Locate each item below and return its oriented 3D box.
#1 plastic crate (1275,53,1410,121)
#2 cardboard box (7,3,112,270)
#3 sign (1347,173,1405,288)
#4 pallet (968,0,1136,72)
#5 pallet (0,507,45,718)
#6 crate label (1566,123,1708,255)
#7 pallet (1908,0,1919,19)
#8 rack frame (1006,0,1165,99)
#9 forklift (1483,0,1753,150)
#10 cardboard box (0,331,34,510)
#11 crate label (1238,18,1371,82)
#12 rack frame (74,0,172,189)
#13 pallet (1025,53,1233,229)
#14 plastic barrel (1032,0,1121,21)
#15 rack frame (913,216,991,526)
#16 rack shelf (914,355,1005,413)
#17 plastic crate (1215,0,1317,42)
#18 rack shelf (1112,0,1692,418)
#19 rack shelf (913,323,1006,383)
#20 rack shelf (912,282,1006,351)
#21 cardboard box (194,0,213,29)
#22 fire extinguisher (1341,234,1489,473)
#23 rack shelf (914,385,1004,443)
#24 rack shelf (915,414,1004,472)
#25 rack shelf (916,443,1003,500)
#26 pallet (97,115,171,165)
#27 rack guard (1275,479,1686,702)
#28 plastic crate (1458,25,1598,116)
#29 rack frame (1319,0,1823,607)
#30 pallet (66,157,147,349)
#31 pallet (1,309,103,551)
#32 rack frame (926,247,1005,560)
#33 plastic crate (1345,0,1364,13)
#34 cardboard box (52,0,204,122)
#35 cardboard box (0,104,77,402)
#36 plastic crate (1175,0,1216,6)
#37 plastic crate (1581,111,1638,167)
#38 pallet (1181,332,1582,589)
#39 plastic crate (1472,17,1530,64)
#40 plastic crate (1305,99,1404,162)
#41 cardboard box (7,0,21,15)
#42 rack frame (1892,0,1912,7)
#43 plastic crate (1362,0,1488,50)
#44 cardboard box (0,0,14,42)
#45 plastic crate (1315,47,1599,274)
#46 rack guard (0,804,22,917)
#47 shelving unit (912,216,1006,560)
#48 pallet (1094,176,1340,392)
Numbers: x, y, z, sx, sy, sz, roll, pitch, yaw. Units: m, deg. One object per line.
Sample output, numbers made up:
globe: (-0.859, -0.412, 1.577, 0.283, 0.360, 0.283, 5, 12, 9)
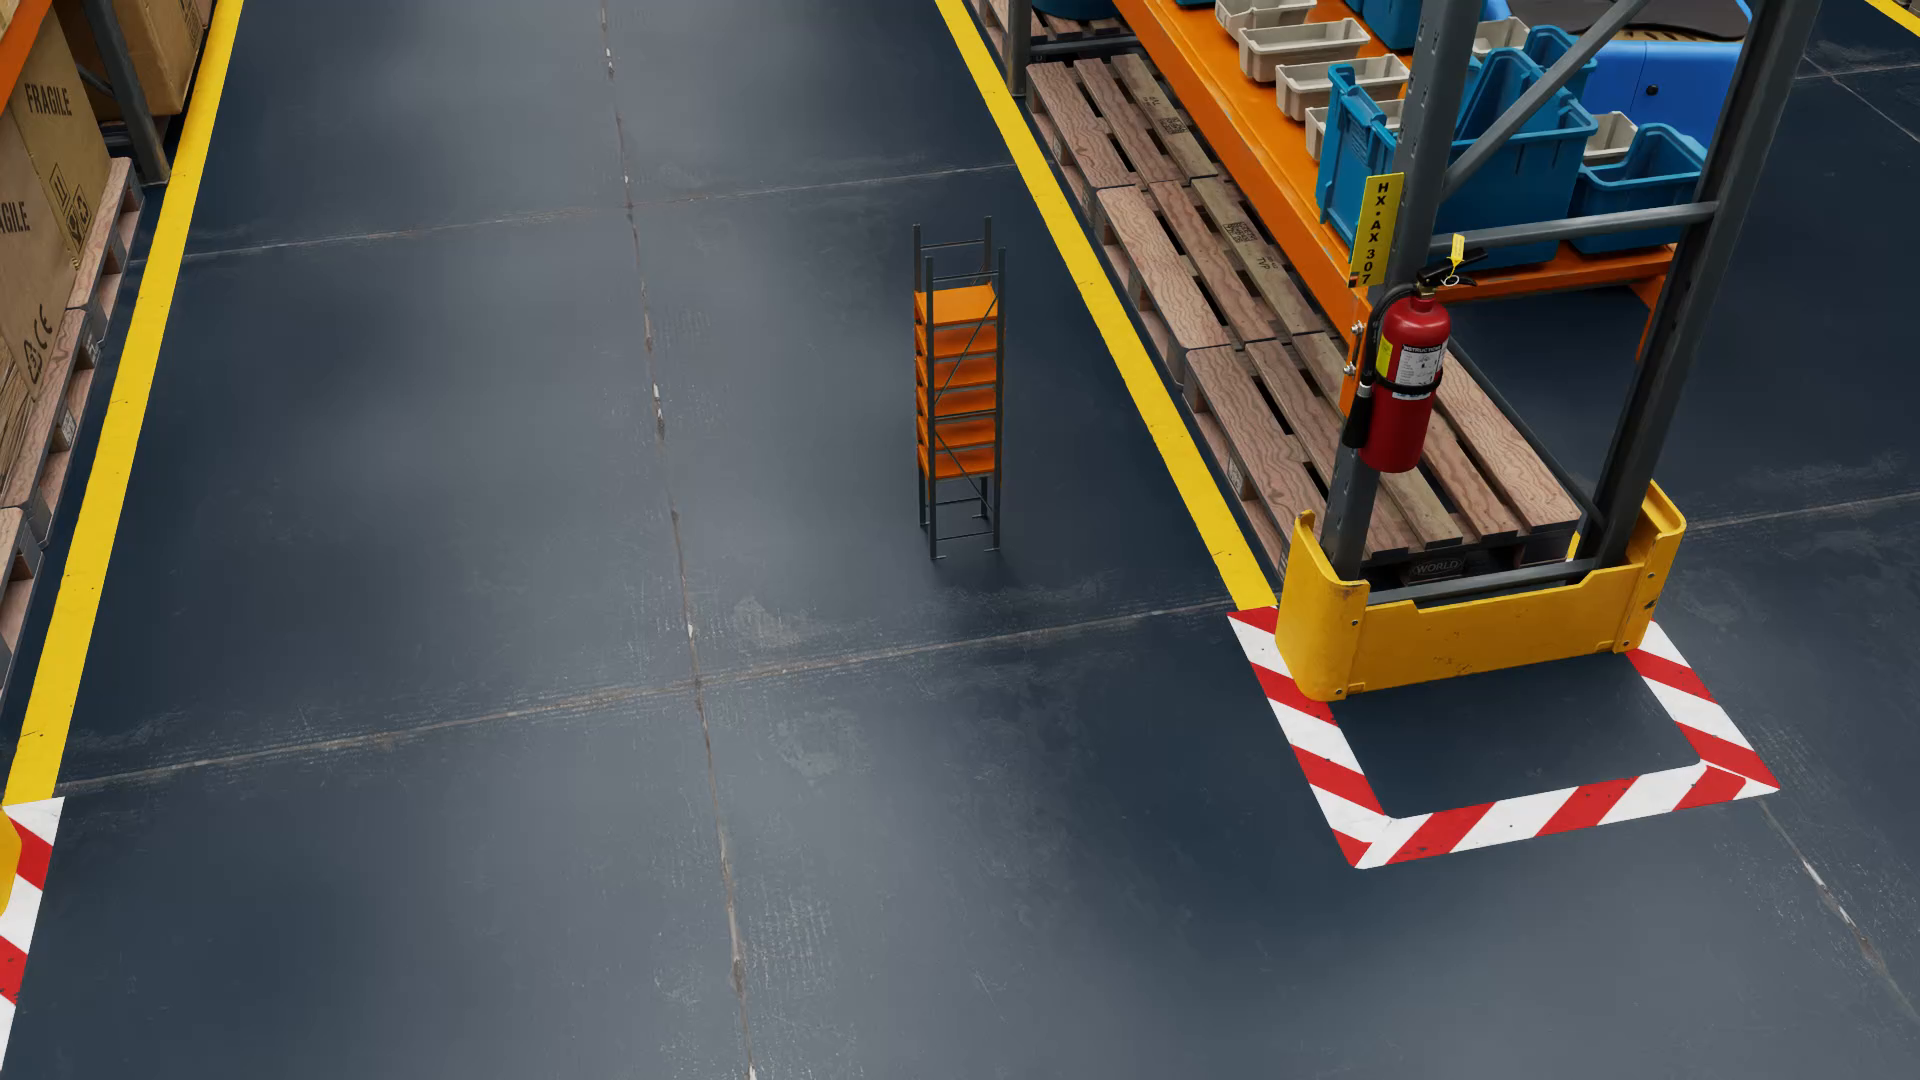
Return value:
plastic crate: (1.195, -1.433, 5.259, 0.396, 0.136, 0.243, -8, 42, -9)
cardboard box: (-4.039, -1.623, 6.603, 0.875, 0.875, 0.875, -8, 42, -9)
sign: (1.063, -0.789, 4.256, 0.100, 0.325, 0.005, -8, 42, -9)
pallet: (0.607, -2.873, 8.828, 1.003, 0.211, 1.213, -8, 42, -9)
pallet: (-3.489, 0.429, 5.108, 1.003, 0.211, 1.213, -8, 42, -9)
crate label: (1.865, -0.984, 4.680, 0.416, 0.233, 0.303, -8, 42, -9)
pallet: (5.718, -2.629, 8.553, 1.003, 0.211, 1.213, -8, 42, -9)
rack frame: (0.733, -3.410, 7.332, 1.000, 3.000, 0.127, -8, 42, -9)
forklift: (2.635, -3.126, 7.063, 1.130, 2.935, 3.031, 2, 42, 2)
cardboard box: (-3.652, -0.463, 5.296, 0.875, 0.875, 0.875, -8, 42, -9)
crate label: (1.111, -1.610, 5.458, 0.396, 0.136, 0.243, -8, 42, -9)
rack frame: (-4.103, -2.700, 6.532, 1.000, 3.000, 0.127, -8, 42, -9)
pallet: (0.930, -1.896, 7.727, 1.003, 0.211, 1.213, -8, 42, -9)
plastic barrel: (0.632, -3.137, 8.289, 0.600, 0.901, 0.708, -8, 42, -9)
rack frame: (-0.023, -0.517, 5.429, 0.240, 1.200, 0.006, -8, 42, -9)
rack shelf: (-0.003, -0.515, 5.312, 0.258, 0.103, 0.180, -8, 42, -9)
plastic crate: (1.029, -1.800, 5.671, 0.298, 0.136, 0.250, -8, 42, -9)
rack shelf: (1.165, -1.844, 6.110, 1.077, 0.370, 4.000, -8, 42, -9)
rack shelf: (-0.003, -0.604, 5.232, 0.258, 0.103, 0.180, -8, 42, -9)
rack shelf: (-0.003, -0.694, 5.153, 0.258, 0.103, 0.180, -8, 42, -9)
cardboard box: (-4.454, -3.054, 8.215, 1.225, 0.875, 0.875, -10, 43, -11)
fire extinguisher: (1.185, -0.486, 4.377, 0.296, 0.674, 0.183, -8, 42, -9)
rack shelf: (-0.003, -0.425, 5.392, 0.258, 0.103, 0.180, -8, 42, -9)
rack shelf: (-0.003, -0.335, 5.471, 0.258, 0.103, 0.180, -8, 42, -9)
rack shelf: (-0.003, -0.245, 5.551, 0.258, 0.103, 0.180, -8, 42, -9)
pallet: (-4.343, -2.147, 8.009, 1.003, 0.211, 1.213, -8, 42, -9)
rack guard: (1.614, 0.132, 5.225, 1.175, 0.500, 0.348, -8, 42, -9)
plastic crate: (1.723, -1.411, 5.161, 0.416, 0.233, 0.300, -8, 42, -9)
rack frame: (1.597, -0.817, 4.411, 1.000, 3.000, 0.127, -8, 42, -9)
pallet: (-4.015, -1.153, 6.890, 1.003, 0.211, 1.213, -8, 42, -9)
pallet: (-3.749, -0.361, 5.997, 1.003, 0.211, 1.213, -8, 42, -9)
rack frame: (0.017, -0.399, 5.295, 0.240, 1.200, 0.006, -8, 42, -9)
plastic crate: (1.516, -2.032, 5.861, 0.416, 0.233, 0.300, -8, 42, -9)
cardboard box: (-4.261, -2.475, 7.562, 1.225, 0.875, 0.875, -8, 42, -9)
cardboard box: (-3.844, -1.040, 5.946, 0.875, 0.875, 0.875, -8, 42, -9)
plastic crate: (0.903, -2.071, 5.905, 0.416, 0.233, 0.300, -8, 42, -9)
plastic crate: (1.876, -1.168, 4.959, 0.250, 0.136, 0.298, -8, 42, -9)
pallet: (1.456, -0.314, 5.945, 1.003, 0.211, 1.213, -8, 42, -9)
plastic crate: (1.730, -1.607, 5.455, 0.250, 0.136, 0.298, -8, 42, -9)
plastic crate: (1.244, -1.243, 5.045, 0.396, 0.136, 0.243, -8, 42, -9)
cardboard box: (-3.551, -1.955, 5.883, 0.380, 0.149, 0.250, -8, 42, -8)
rack frame: (5.571, -4.117, 8.129, 1.000, 3.000, 0.127, -8, 42, -9)
plastic crate: (1.580, -1.837, 5.641, 0.416, 0.233, 0.300, -8, 42, -9)
cardboard box: (-3.495, -1.788, 5.694, 0.380, 0.149, 0.250, -8, 42, -8)
plastic crate: (1.342, -1.043, 4.594, 0.616, 0.435, 0.499, -8, 42, -9)
rack guard: (-3.235, 0.843, 4.424, 1.175, 0.500, 0.348, -8, 42, -9)
shelving unit: (-0.003, -0.458, 5.362, 0.258, 1.200, 0.189, -8, 42, -9)
pallet: (1.197, -1.103, 6.834, 1.003, 0.211, 1.213, -8, 42, -9)
